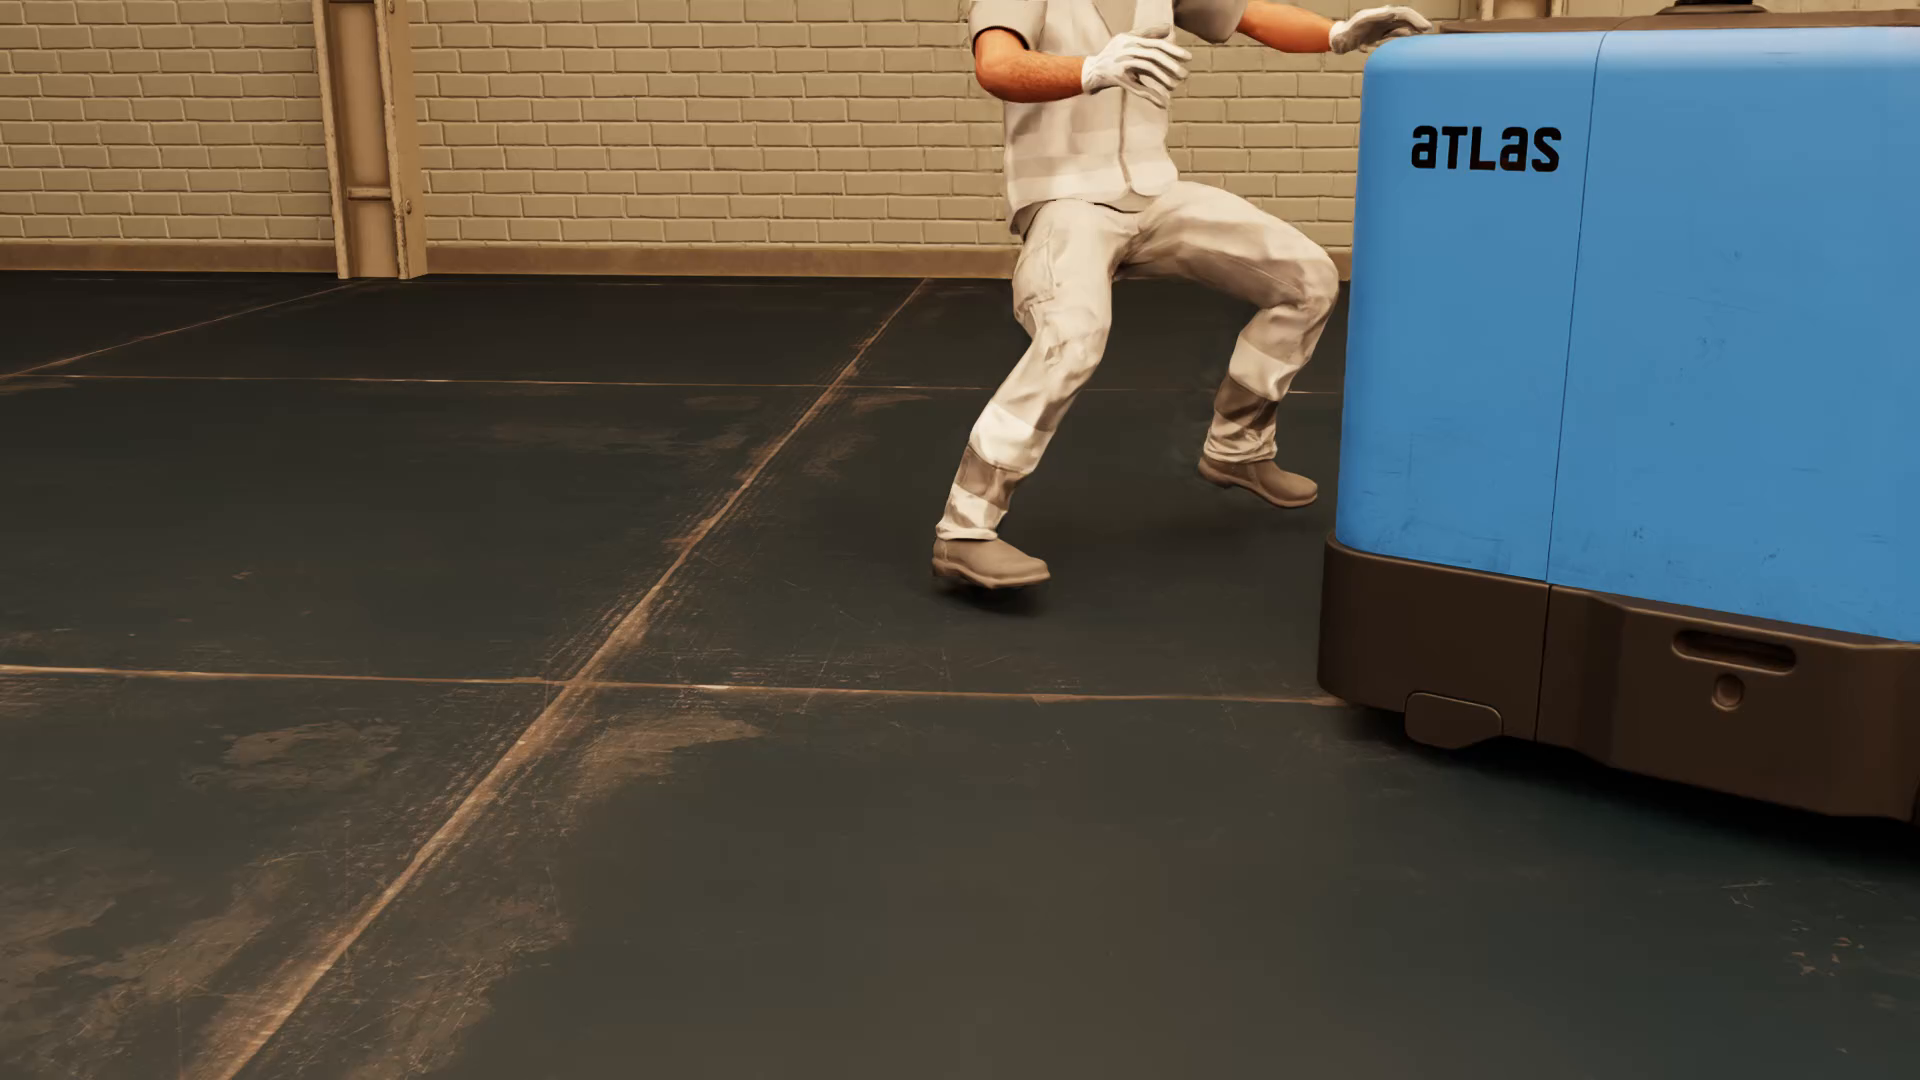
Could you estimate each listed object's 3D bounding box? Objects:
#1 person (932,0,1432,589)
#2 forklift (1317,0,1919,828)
[{"bbox_3d":[0.401,-0.738,3.466,1.061,1.533,0.748,-8,17,-28],"label":"person"},{"bbox_3d":[2.074,-0.987,1.857,3.031,2.935,1.130,11,18,34],"label":"forklift"}]
